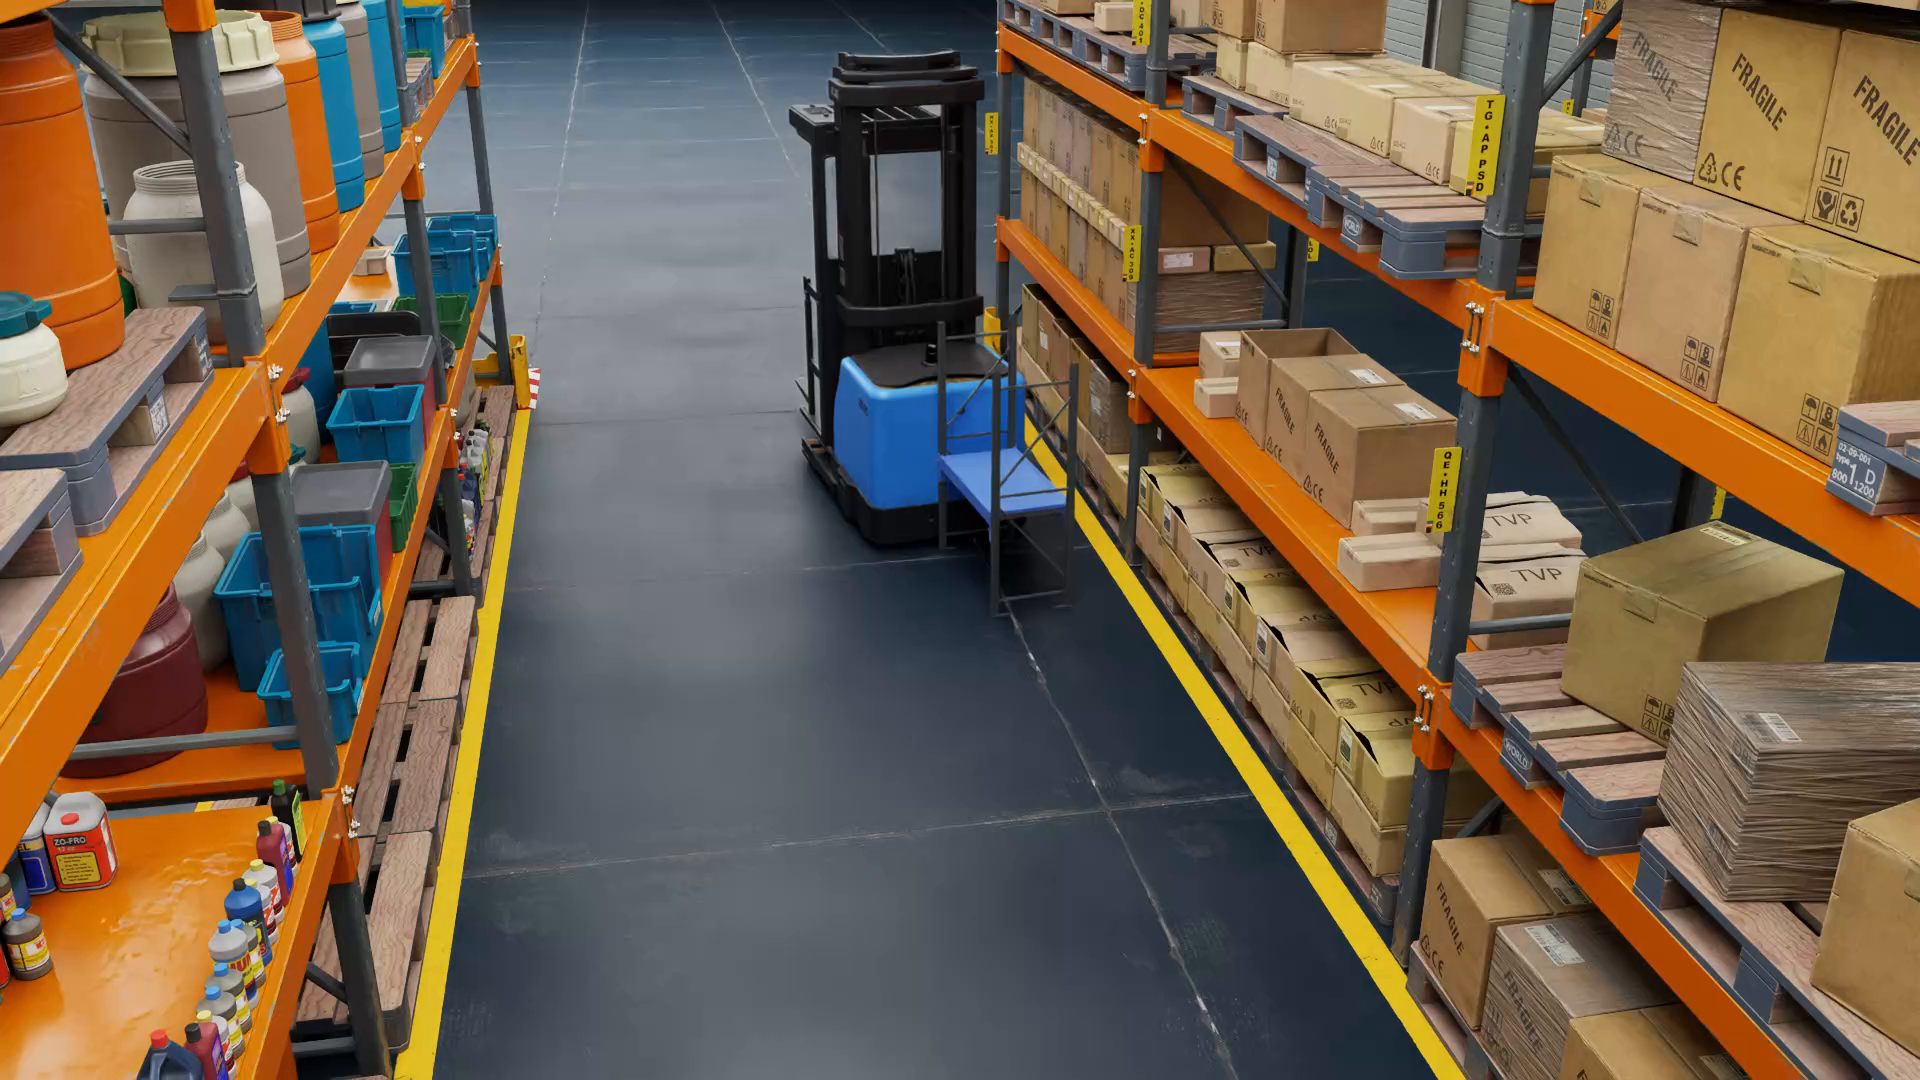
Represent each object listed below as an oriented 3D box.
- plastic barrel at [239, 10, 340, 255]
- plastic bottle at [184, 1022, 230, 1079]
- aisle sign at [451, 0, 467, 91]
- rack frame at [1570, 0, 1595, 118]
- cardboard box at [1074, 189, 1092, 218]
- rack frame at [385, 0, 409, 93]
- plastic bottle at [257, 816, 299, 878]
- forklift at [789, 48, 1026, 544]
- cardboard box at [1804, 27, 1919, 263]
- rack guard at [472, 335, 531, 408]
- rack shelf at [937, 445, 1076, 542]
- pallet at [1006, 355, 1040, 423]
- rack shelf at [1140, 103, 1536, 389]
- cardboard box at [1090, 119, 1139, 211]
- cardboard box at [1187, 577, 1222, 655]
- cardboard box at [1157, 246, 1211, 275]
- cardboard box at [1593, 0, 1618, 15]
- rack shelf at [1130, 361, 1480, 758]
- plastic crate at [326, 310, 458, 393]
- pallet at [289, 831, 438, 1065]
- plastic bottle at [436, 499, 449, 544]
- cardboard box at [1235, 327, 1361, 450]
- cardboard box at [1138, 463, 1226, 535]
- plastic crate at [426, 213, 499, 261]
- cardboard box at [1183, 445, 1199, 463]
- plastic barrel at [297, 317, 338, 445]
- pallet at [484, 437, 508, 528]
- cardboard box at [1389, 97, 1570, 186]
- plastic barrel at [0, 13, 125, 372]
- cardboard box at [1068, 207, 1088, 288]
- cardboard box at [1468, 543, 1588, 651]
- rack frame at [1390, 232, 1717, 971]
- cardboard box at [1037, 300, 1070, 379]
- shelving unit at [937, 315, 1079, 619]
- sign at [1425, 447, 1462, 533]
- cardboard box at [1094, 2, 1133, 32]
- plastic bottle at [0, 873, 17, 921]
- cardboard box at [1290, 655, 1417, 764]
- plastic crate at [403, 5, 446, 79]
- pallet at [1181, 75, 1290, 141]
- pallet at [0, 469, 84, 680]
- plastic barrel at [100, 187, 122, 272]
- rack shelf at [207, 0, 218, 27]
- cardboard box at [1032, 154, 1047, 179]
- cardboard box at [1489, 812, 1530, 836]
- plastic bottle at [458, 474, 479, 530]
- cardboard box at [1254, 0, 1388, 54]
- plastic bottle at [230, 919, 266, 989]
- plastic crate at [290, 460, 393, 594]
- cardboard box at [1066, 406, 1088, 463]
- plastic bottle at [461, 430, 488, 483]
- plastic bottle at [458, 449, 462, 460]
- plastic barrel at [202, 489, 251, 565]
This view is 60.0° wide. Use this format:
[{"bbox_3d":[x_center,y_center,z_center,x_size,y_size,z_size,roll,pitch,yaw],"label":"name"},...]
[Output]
[{"bbox_3d":[-2.650,-1.492,6.133,0.600,0.830,0.708,-4,24,-10],"label":"plastic barrel"},{"bbox_3d":[-1.886,1.307,4.156,0.061,0.283,0.133,-4,24,-10],"label":"plastic bottle"},{"bbox_3d":[-3.792,-3.712,12.254,0.394,0.787,0.004,-4,24,-10],"label":"aisle sign"},{"bbox_3d":[5.666,-3.204,14.338,1.000,3.000,0.127,-4,24,-10],"label":"rack frame"},{"bbox_3d":[0.992,-2.300,11.334,0.380,0.149,0.250,-4,24,-8],"label":"cardboard box"},{"bbox_3d":[-3.331,-3.646,7.856,1.000,3.000,0.127,-4,24,-10],"label":"rack frame"},{"bbox_3d":[-2.094,0.942,5.095,0.097,0.201,0.097,0,24,0],"label":"plastic bottle"},{"bbox_3d":[-0.507,-1.879,11.390,1.130,2.935,3.031,-7,25,-16],"label":"forklift"},{"bbox_3d":[2.541,-0.994,4.157,0.500,0.500,0.500,-4,24,-10],"label":"cardboard box"},{"bbox_3d":[-4.010,-1.299,13.099,1.175,0.500,0.348,-4,24,-10],"label":"rack guard"},{"bbox_3d":[0.262,-0.294,9.999,0.538,0.185,1.000,-7,25,-16],"label":"rack shelf"},{"bbox_3d":[0.981,-1.260,13.371,1.003,0.211,1.213,-4,24,-10],"label":"pallet"},{"bbox_3d":[1.908,-1.521,7.635,1.077,0.370,4.000,-4,24,-10],"label":"rack shelf"},{"bbox_3d":[1.263,-2.472,10.917,0.700,0.500,0.500,-4,24,-10],"label":"cardboard box"},{"bbox_3d":[1.561,0.387,9.027,0.500,0.250,0.500,-5,24,-11],"label":"cardboard box"},{"bbox_3d":[1.277,-1.696,9.951,0.380,0.149,0.250,-4,24,-10],"label":"cardboard box"},{"bbox_3d":[5.482,-4.483,13.370,0.500,0.500,0.500,-4,24,-8],"label":"cardboard box"},{"bbox_3d":[1.908,-0.146,8.235,1.077,0.370,4.000,-4,24,-10],"label":"rack shelf"},{"bbox_3d":[-3.302,-1.084,9.562,0.767,0.338,0.504,-4,24,-10],"label":"plastic crate"},{"bbox_3d":[-2.696,1.647,6.716,1.003,0.211,1.213,-4,24,-10],"label":"pallet"},{"bbox_3d":[-3.150,-0.129,10.141,0.061,0.283,0.133,-4,24,-10],"label":"plastic bottle"},{"bbox_3d":[1.761,-0.798,8.703,0.500,0.500,0.500,-3,24,-6],"label":"cardboard box"},{"bbox_3d":[1.370,-0.271,9.832,0.500,0.311,0.500,-4,24,-10],"label":"cardboard box"},{"bbox_3d":[-3.684,-2.228,12.288,0.499,0.251,0.616,-4,24,-10],"label":"plastic crate"},{"bbox_3d":[1.760,-0.744,10.679,0.500,0.500,0.500,-4,24,-10],"label":"cardboard box"},{"bbox_3d":[-3.557,-0.952,8.557,0.600,0.901,0.708,-4,24,-10],"label":"plastic barrel"},{"bbox_3d":[-3.643,-0.367,11.327,1.003,0.211,1.213,-4,24,-10],"label":"pallet"},{"bbox_3d":[2.024,-1.566,6.504,0.500,0.250,0.500,-4,24,-8],"label":"cardboard box"},{"bbox_3d":[-2.489,-0.864,4.172,0.600,0.830,0.708,-4,24,-10],"label":"plastic barrel"},{"bbox_3d":[1.161,-2.088,11.658,0.700,0.500,0.500,-4,24,-8],"label":"cardboard box"},{"bbox_3d":[2.253,0.206,6.643,0.500,0.311,0.500,-3,24,-6],"label":"cardboard box"},{"bbox_3d":[2.278,0.311,6.290,1.000,3.000,0.127,-4,24,-10],"label":"rack frame"},{"bbox_3d":[0.878,-1.492,12.392,0.500,0.500,0.500,-4,24,-10],"label":"cardboard box"},{"bbox_3d":[0.262,-0.459,9.927,0.538,1.500,1.048,-7,25,-16],"label":"shelving unit"},{"bbox_3d":[1.733,-0.177,5.961,0.100,0.325,0.005,-4,24,-10],"label":"sign"},{"bbox_3d":[1.046,-3.233,10.270,0.380,0.149,0.250,-4,24,-10],"label":"cardboard box"},{"bbox_3d":[-2.816,1.047,4.852,0.097,0.201,0.097,0,24,0],"label":"plastic bottle"},{"bbox_3d":[1.836,0.730,7.541,0.500,0.311,0.500,-5,24,-11],"label":"cardboard box"},{"bbox_3d":[-3.422,-3.110,10.395,0.392,0.384,0.575,-4,24,-10],"label":"plastic crate"},{"bbox_3d":[1.714,-2.203,8.538,0.805,0.209,1.217,-5,24,-12],"label":"pallet"},{"bbox_3d":[-2.305,0.215,2.999,1.003,0.211,1.213,-4,24,-10],"label":"pallet"},{"bbox_3d":[-3.056,-1.118,5.987,0.301,0.262,0.301,0,24,0],"label":"plastic barrel"},{"bbox_3d":[-2.961,-2.347,6.278,1.077,0.370,4.000,-4,24,-10],"label":"rack shelf"},{"bbox_3d":[0.755,-2.807,12.493,0.380,0.149,0.250,-4,24,-10],"label":"cardboard box"},{"bbox_3d":[2.469,1.151,7.278,0.500,0.250,0.500,-4,24,-10],"label":"cardboard box"},{"bbox_3d":[-3.072,-0.233,10.296,0.144,0.351,0.185,-4,24,-8],"label":"plastic bottle"},{"bbox_3d":[1.741,-2.636,8.017,0.500,0.500,0.500,-2,24,-5],"label":"cardboard box"},{"bbox_3d":[-1.997,1.147,4.624,0.097,0.201,0.097,0,24,0],"label":"plastic bottle"},{"bbox_3d":[-2.589,-0.011,6.948,0.402,0.464,0.583,-4,24,-10],"label":"plastic crate"},{"bbox_3d":[1.048,-0.754,11.639,0.500,0.250,0.500,-4,24,-10],"label":"cardboard box"},{"bbox_3d":[-3.220,-0.548,11.016,0.144,0.351,0.185,-3,24,-8],"label":"plastic bottle"},{"bbox_3d":[-3.374,-0.527,11.157,0.097,0.201,0.097,0,24,0],"label":"plastic bottle"},{"bbox_3d":[-3.069,0.070,6.701,0.421,0.512,0.421,0,24,0],"label":"plastic barrel"}]
